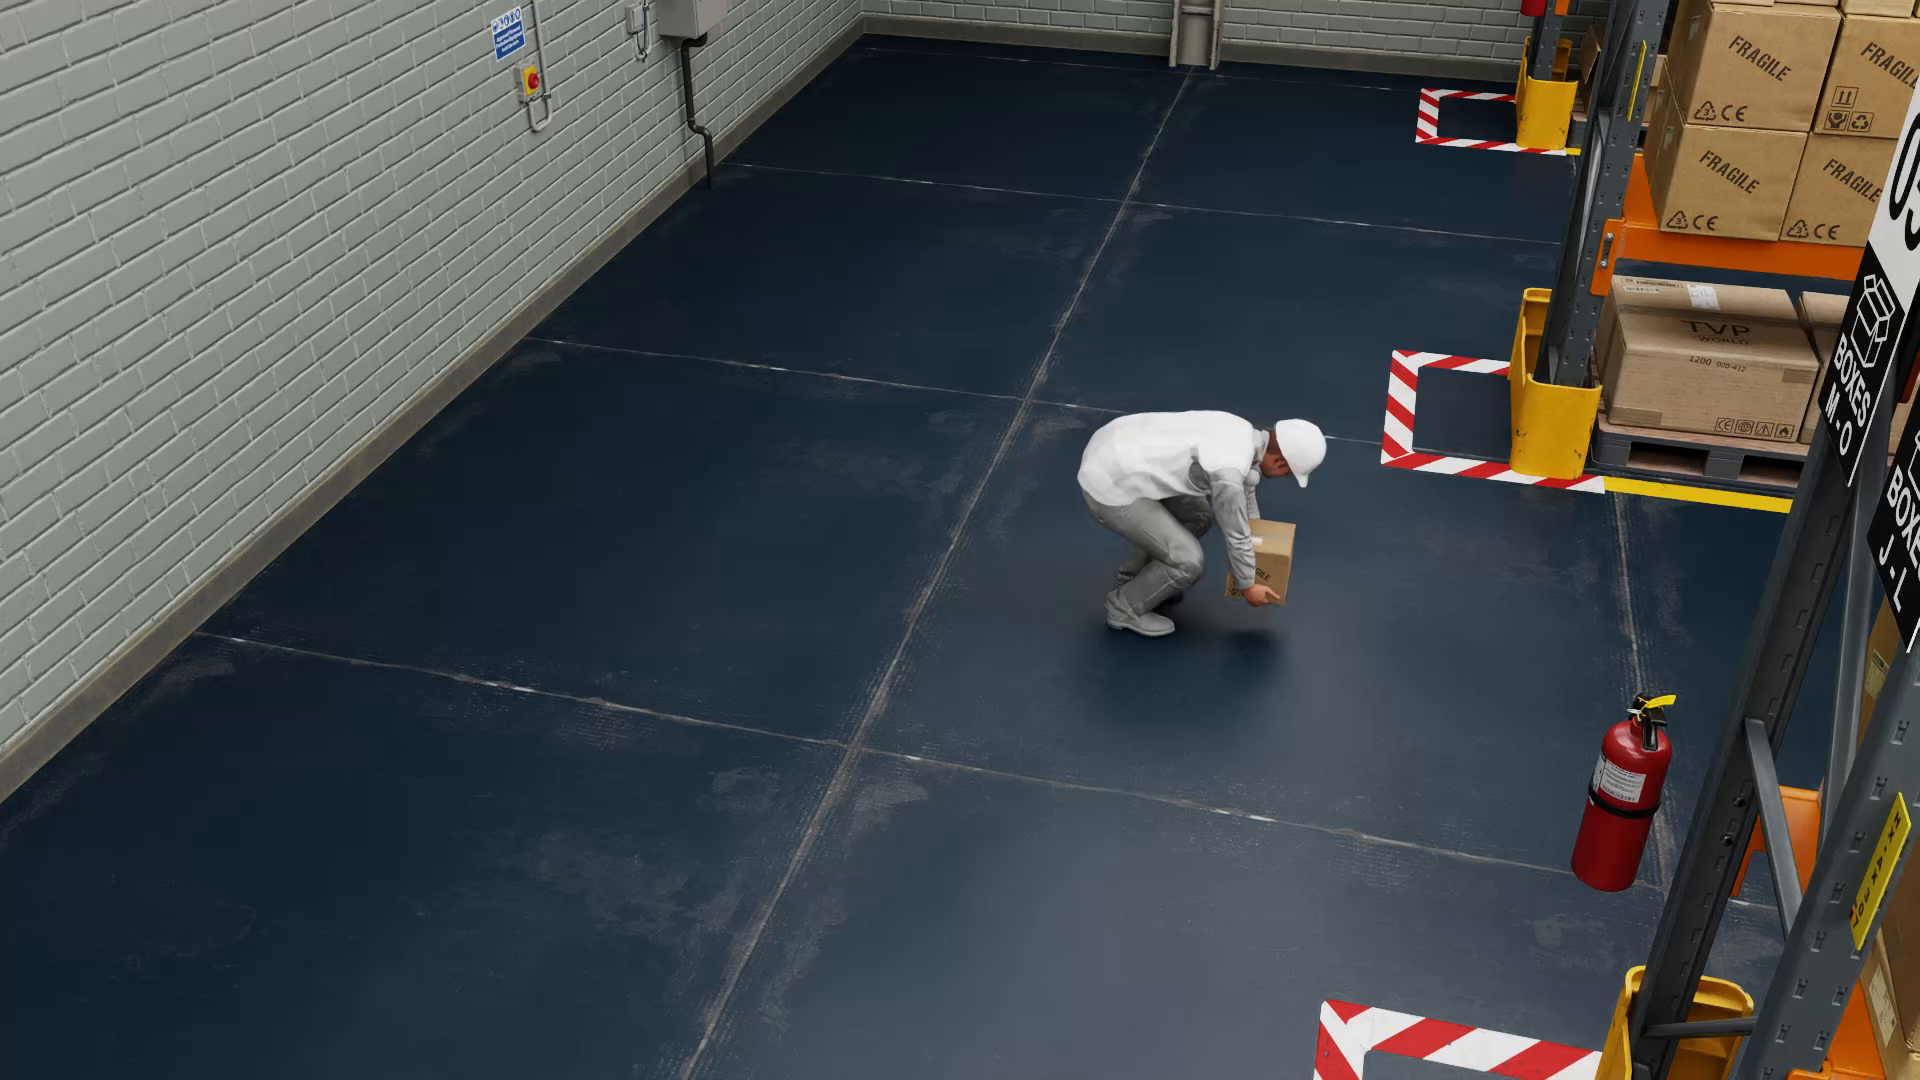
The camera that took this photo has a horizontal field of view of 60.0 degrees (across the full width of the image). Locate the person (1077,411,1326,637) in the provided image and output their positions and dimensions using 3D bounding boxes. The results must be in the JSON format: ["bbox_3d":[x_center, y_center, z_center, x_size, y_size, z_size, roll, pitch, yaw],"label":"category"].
[{"bbox_3d":[0.988,-0.090,6.981,0.989,0.992,0.519,7,33,10],"label":"person"}]
